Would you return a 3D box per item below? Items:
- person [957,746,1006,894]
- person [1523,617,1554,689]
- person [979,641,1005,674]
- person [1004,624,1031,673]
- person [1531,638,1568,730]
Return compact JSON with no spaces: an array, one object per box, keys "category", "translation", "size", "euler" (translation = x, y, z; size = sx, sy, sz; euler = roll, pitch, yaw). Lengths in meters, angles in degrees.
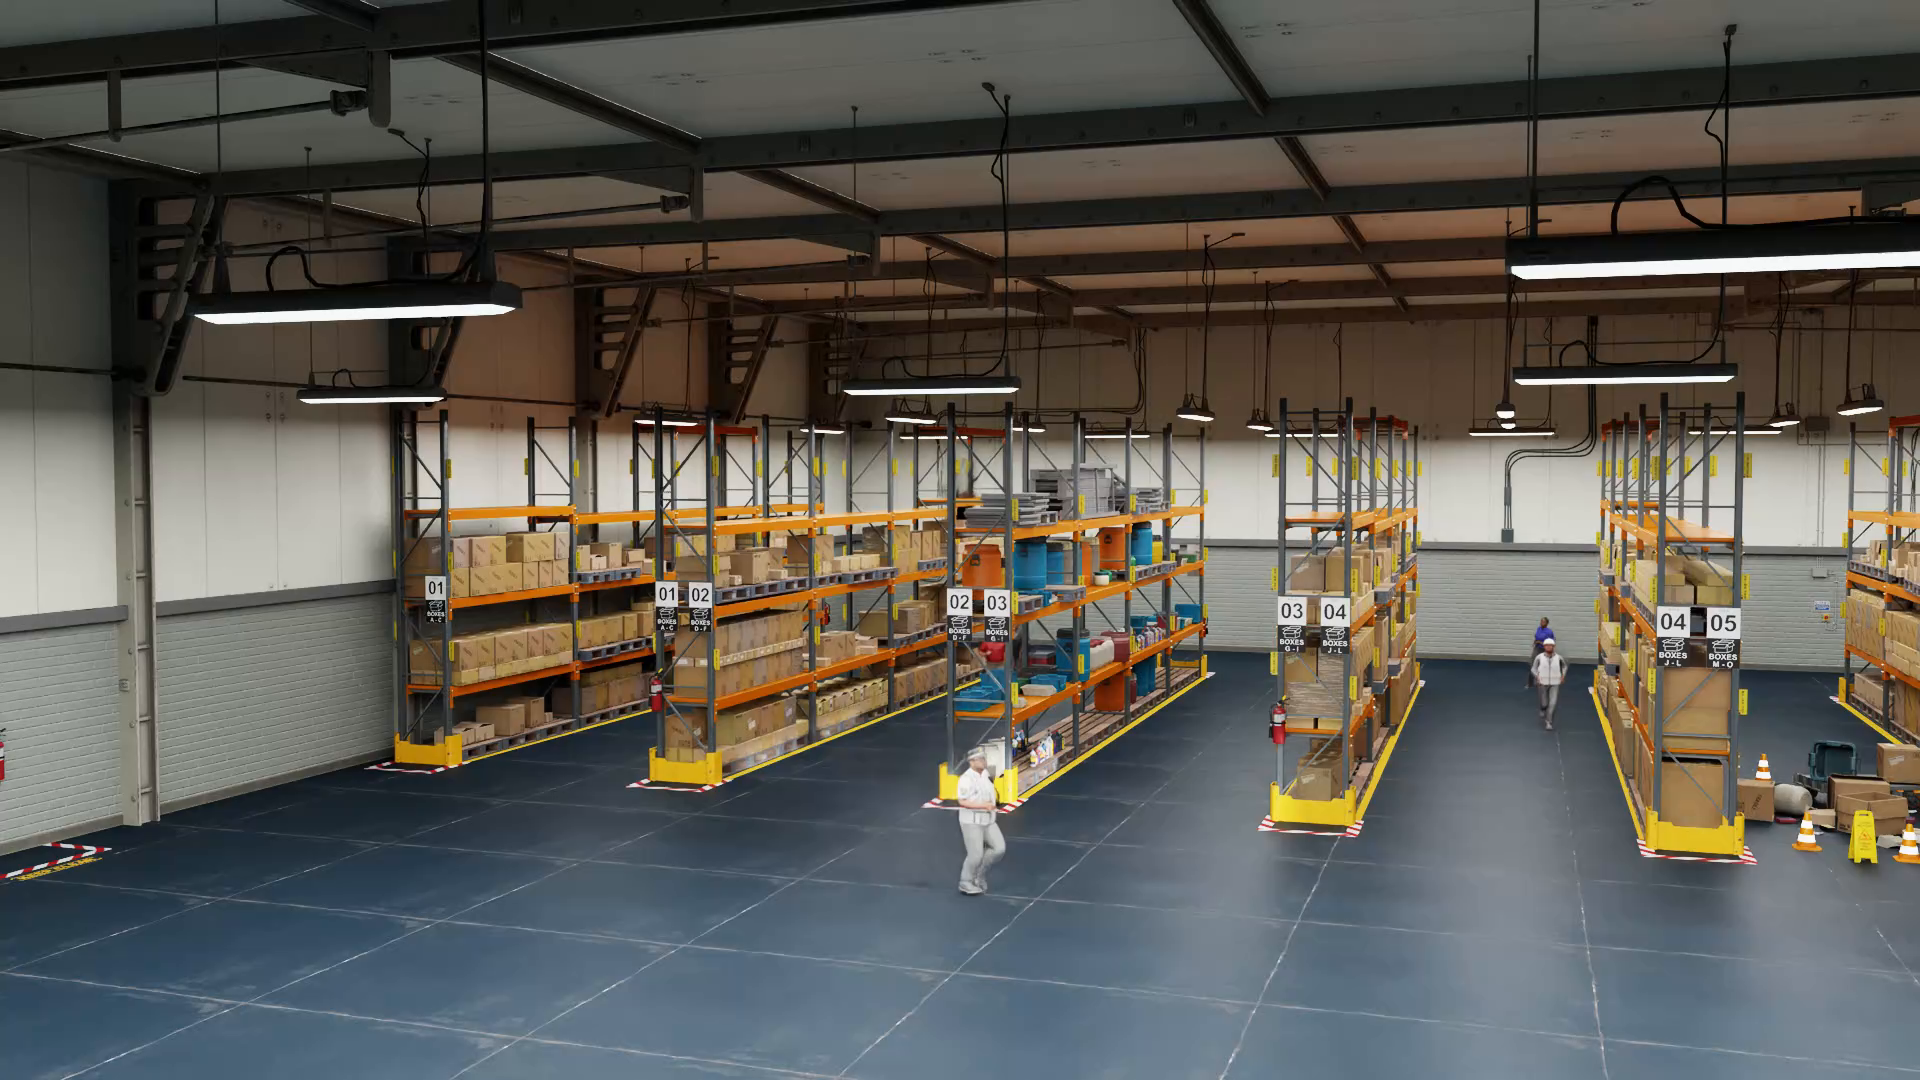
[{"category":"person","translation":[0.269,3.290,19.458],"size":[0.645,1.760,0.640],"euler":[2,3,41]},{"category":"person","translation":[13.257,2.632,37.770],"size":[0.775,1.597,0.616],"euler":[-2,3,-38]},{"category":"person","translation":[0.717,2.651,34.128],"size":[0.652,1.748,0.894],"euler":[0,2,8]},{"category":"person","translation":[1.224,2.580,36.745],"size":[0.671,1.691,0.649],"euler":[1,3,16]},{"category":"person","translation":[11.391,2.769,32.111],"size":[0.676,1.737,0.808],"euler":[1,3,16]}]
